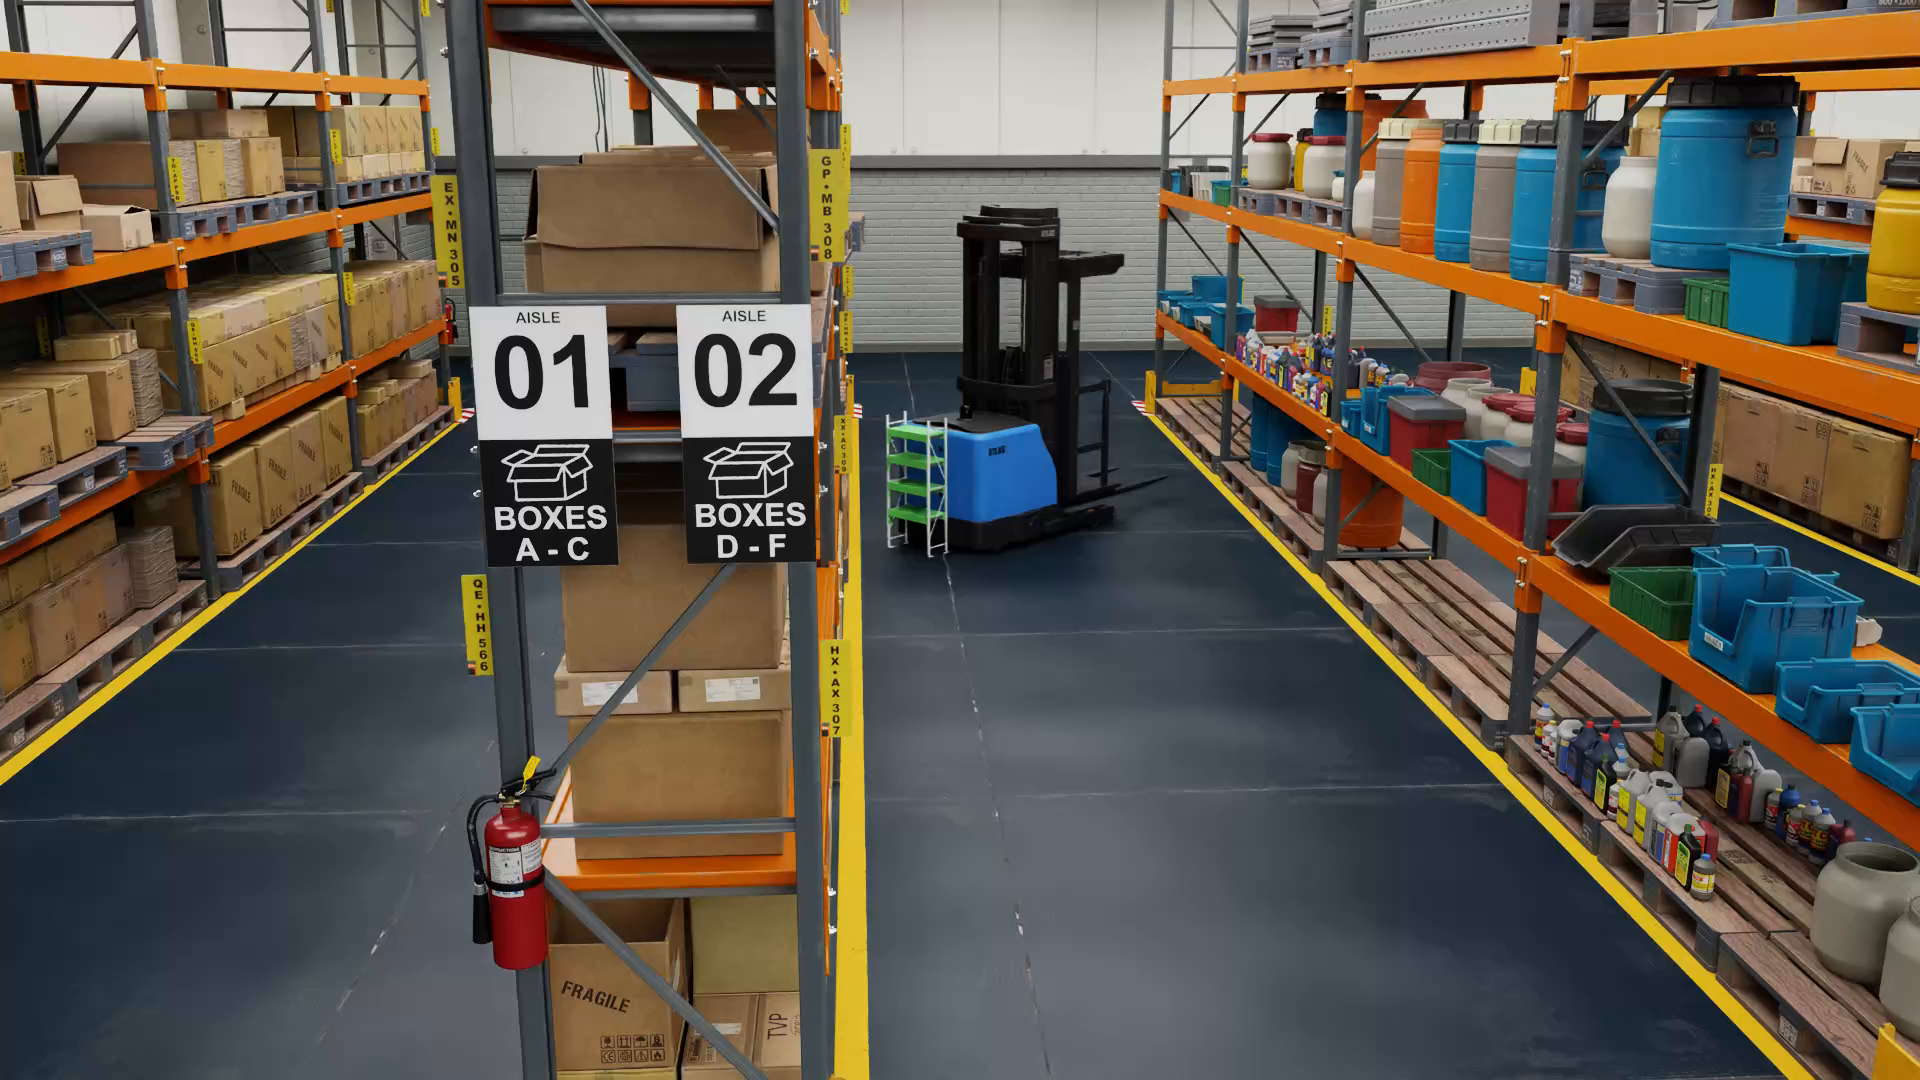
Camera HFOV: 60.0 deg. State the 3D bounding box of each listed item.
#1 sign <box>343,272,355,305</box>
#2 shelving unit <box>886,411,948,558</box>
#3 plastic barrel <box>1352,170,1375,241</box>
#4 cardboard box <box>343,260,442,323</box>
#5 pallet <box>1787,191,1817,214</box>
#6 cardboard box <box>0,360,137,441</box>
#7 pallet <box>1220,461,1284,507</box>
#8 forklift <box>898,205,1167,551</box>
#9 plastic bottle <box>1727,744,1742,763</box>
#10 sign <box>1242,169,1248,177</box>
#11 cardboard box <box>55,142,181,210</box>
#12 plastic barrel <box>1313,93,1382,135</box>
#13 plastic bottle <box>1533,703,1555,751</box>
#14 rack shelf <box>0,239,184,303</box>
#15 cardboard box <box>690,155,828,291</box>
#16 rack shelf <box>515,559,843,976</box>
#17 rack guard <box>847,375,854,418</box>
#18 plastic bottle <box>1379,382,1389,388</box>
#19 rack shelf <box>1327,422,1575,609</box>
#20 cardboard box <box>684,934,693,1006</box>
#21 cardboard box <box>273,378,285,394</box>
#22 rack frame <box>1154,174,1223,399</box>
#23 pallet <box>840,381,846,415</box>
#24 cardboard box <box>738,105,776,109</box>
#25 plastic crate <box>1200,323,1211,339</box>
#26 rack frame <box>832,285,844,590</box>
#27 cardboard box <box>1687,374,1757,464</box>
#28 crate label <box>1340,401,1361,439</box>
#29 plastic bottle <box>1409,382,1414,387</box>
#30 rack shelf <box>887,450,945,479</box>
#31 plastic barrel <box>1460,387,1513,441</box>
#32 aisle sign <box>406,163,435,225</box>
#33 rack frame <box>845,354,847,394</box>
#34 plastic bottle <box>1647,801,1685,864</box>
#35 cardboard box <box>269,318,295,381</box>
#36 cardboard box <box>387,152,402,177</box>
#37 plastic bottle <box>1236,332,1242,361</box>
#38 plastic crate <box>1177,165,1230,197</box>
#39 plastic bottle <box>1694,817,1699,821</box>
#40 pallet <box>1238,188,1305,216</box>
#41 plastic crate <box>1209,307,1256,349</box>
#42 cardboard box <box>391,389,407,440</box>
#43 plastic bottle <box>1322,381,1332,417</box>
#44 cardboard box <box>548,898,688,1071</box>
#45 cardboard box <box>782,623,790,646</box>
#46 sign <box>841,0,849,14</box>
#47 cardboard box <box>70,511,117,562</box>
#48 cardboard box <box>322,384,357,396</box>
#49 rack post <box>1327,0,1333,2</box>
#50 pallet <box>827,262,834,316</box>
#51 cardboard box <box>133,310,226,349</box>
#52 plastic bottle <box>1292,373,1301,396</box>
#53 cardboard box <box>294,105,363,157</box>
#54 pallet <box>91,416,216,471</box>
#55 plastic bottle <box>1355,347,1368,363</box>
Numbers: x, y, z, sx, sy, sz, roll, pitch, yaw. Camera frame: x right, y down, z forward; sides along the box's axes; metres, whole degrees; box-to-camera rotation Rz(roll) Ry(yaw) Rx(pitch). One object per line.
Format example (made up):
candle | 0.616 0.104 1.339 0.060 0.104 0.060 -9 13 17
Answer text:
sign | -6.093 -2.504 16.573 0.100 0.325 0.005 -1 14 -3
shelving unit | -0.376 -0.489 14.518 0.503 1.200 0.258 13 19 41
plastic barrel | 3.215 -2.554 12.687 0.421 0.512 0.421 0 14 0
cardboard box | -6.841 -2.984 20.002 0.980 0.700 0.700 0 14 -1
pallet | 8.303 -3.333 16.324 0.805 0.209 1.217 -1 15 -6
cardboard box | -6.286 -0.982 11.739 0.700 0.500 0.500 -2 15 -9
pallet | 3.260 -0.580 16.859 1.003 0.211 1.213 -1 14 -3
forklift | 0.806 -1.619 15.438 1.130 2.935 3.031 13 19 41
plastic bottle | 4.140 1.212 8.865 0.061 0.283 0.133 0 14 0
sign | 3.554 -4.533 20.814 0.100 0.325 0.005 -1 14 -3
cardboard box | -6.473 -2.807 12.814 0.700 0.500 0.500 -2 15 -8
plastic barrel | 3.512 -3.600 15.131 0.600 0.901 0.708 -1 14 -3
plastic bottle | 3.331 1.060 9.478 0.097 0.271 0.097 0 14 0
rack shelf | -6.263 -1.583 10.582 1.077 0.370 4.000 -1 14 -3
cardboard box | -0.777 -1.253 6.533 0.500 0.500 0.500 -1 14 -3
rack shelf | -1.071 0.787 7.390 1.077 0.370 4.000 -1 14 -3
rack guard | -1.934 -1.813 21.070 1.175 0.500 0.348 -1 14 -3
plastic bottle | 3.645 -1.254 14.277 0.097 0.201 0.097 0 14 0
rack shelf | 3.625 -0.283 11.550 1.077 0.370 4.000 -1 14 -3
cardboard box | -1.318 1.812 6.640 0.500 0.250 0.500 -1 14 -3
cardboard box | -6.291 -1.396 14.896 0.380 0.149 0.250 0 14 -2
rack frame | 3.006 -3.118 21.126 1.000 3.000 0.127 -1 14 -3
pallet | -1.555 -1.128 13.775 1.213 0.211 1.003 -1 14 -3
cardboard box | -1.463 -3.147 13.011 0.500 0.500 0.500 -1 14 -3
plastic crate | 2.916 -2.294 18.352 0.437 0.125 0.590 -1 14 -3
rack frame | -1.443 -1.053 13.100 1.000 3.000 0.127 -1 14 -3
cardboard box | 8.257 -1.215 17.152 1.225 0.875 0.875 -1 14 -3
crate label | 3.153 -0.937 12.984 0.303 0.233 0.416 -1 14 -3
plastic bottle | 3.817 -1.208 13.961 0.097 0.271 0.097 0 14 0
rack shelf | -0.376 -0.659 14.474 0.480 0.148 0.258 13 19 41
plastic barrel | 3.804 -0.826 11.991 0.421 0.512 0.421 0 14 0
aisle sign | -6.587 -4.247 20.295 0.394 0.787 0.004 -1 14 -3
rack frame | -1.938 -3.043 20.832 1.000 3.000 0.127 -1 14 -3
plastic bottle | 3.449 1.419 8.073 0.152 0.276 0.135 -1 14 -5
cardboard box | -6.254 -1.686 14.721 0.500 0.500 0.500 0 14 -2
cardboard box | -6.501 -4.160 18.414 0.500 0.250 0.500 -1 14 -5
plastic bottle | 2.850 -1.969 16.894 0.061 0.283 0.133 -1 14 -3
plastic crate | 2.826 -4.157 19.267 0.504 0.338 0.767 -1 14 -3
plastic bottle | 3.572 1.449 8.108 0.097 0.201 0.097 0 14 0
pallet | 3.400 -3.291 16.158 1.213 0.211 1.003 -1 14 -3
plastic crate | 2.884 -2.256 17.685 0.392 0.384 0.575 -1 14 -3
cardboard box | -6.636 -1.404 18.635 0.700 0.500 0.500 -1 14 -2
plastic bottle | 3.051 -1.166 13.773 0.061 0.283 0.133 -1 14 -3
cardboard box | -1.277 1.573 6.064 0.500 0.500 0.500 -1 14 -3
cardboard box | -0.775 0.407 5.921 0.380 0.149 0.250 -1 14 -5
sign | -1.383 -6.481 19.962 0.100 0.325 0.005 -1 14 -3
cardboard box | -6.317 -0.020 11.715 0.500 0.250 0.500 -1 14 -2
cardboard box | -6.819 -1.622 18.184 0.380 0.149 0.250 -1 14 -5
rack post | 3.355 -4.476 13.329 0.624 0.289 0.986 -1 14 -3
pallet | -1.116 -1.256 8.048 1.003 0.211 1.213 -1 14 -3
cardboard box | -6.159 -1.665 13.136 0.500 0.250 0.500 -1 14 -2
plastic bottle | 3.005 -1.382 14.778 0.097 0.201 0.097 0 14 0
cardboard box | -6.399 -4.147 16.858 0.500 0.500 0.500 -1 14 -4
pallet | -6.236 -0.707 12.140 1.213 0.211 1.003 -1 14 -3
plastic bottle | 3.705 -1.602 15.332 0.144 0.351 0.185 -1 14 -3
